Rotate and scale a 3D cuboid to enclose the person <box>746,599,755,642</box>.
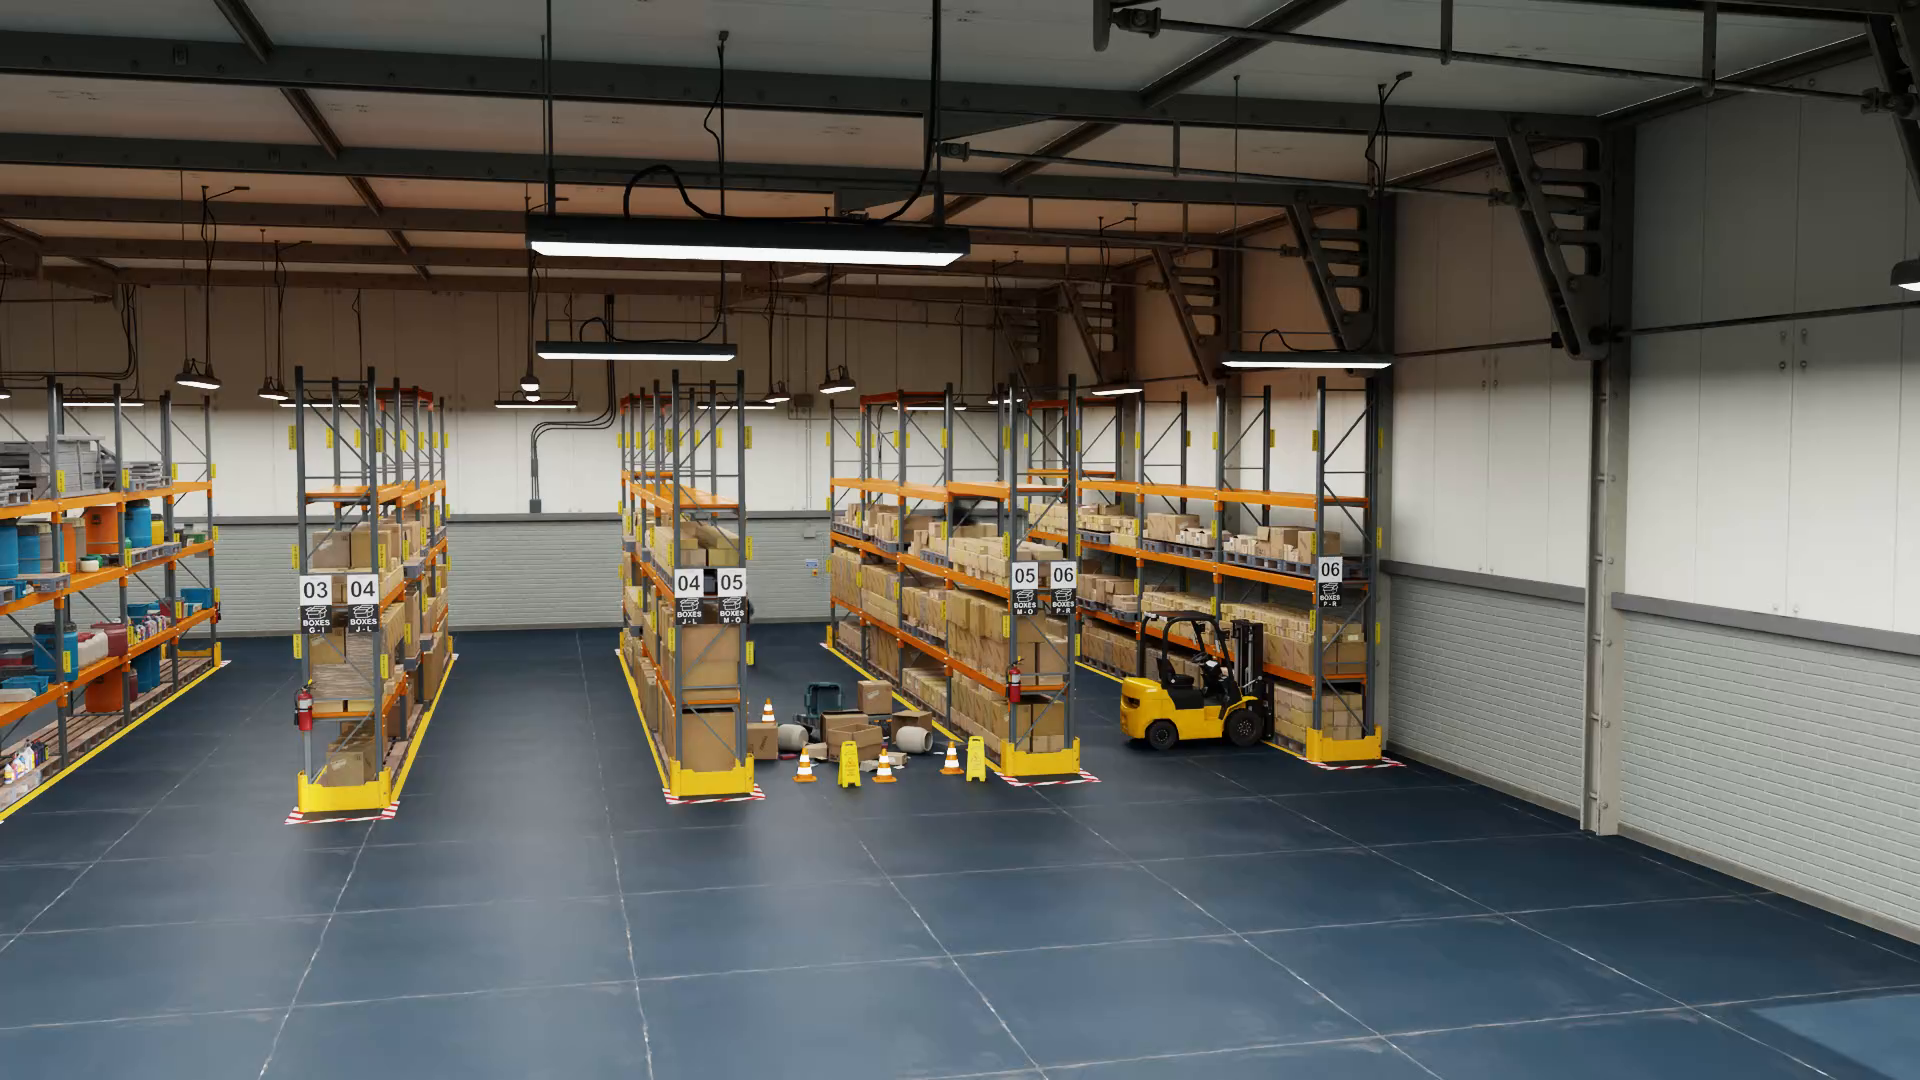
[{"bbox_3d":[-4.962,1.895,37.555,0.649,1.618,0.528,-2,4,-31],"label":"person"}]
